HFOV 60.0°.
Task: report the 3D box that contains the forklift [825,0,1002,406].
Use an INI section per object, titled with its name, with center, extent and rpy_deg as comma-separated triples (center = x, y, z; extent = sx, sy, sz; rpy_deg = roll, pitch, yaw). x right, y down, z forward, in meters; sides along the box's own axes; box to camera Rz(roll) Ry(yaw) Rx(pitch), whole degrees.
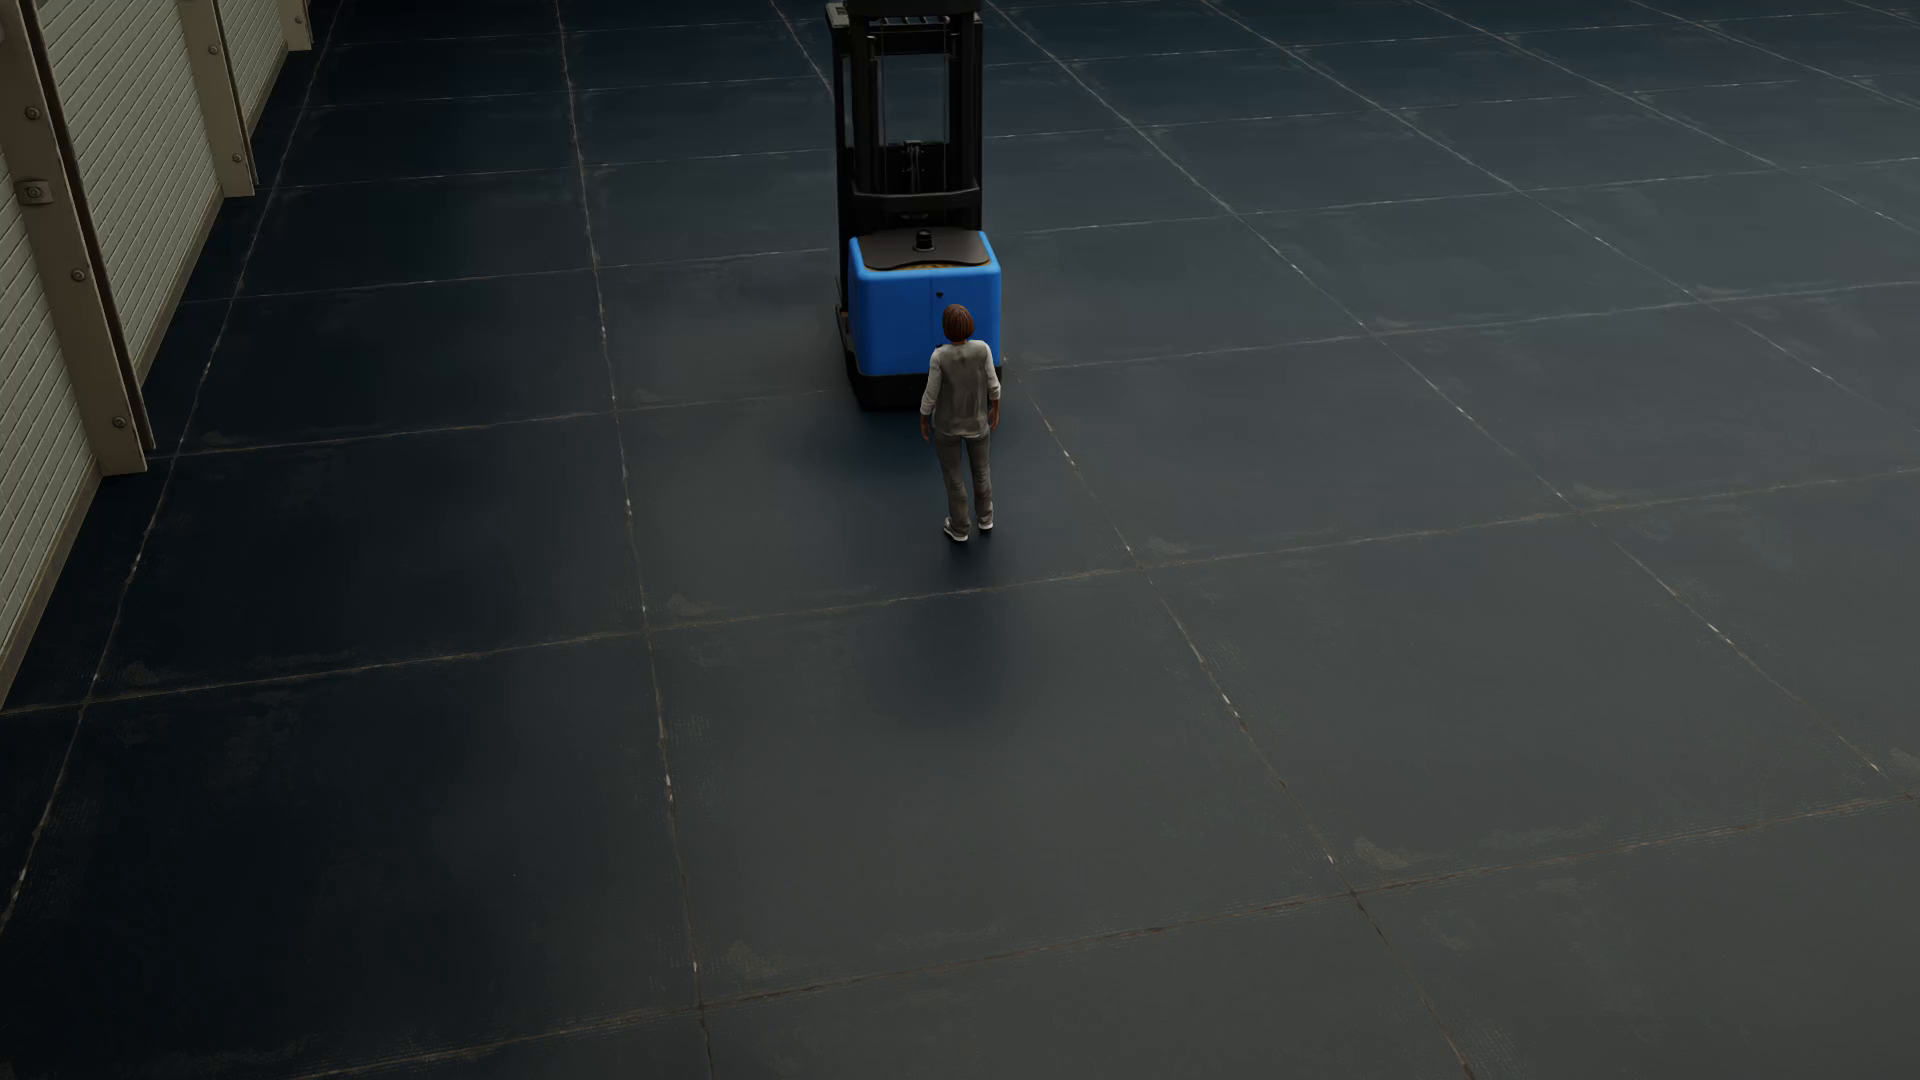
[forklift]
center = -0.414, -2.952, 12.675
extent = 1.130, 2.935, 3.031
rpy_deg = -4, 30, -7

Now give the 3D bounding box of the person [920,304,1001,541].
[person]
center = -0.004, -0.736, 10.162
extent = 0.520, 1.599, 0.473
rpy_deg = -7, 31, -12
